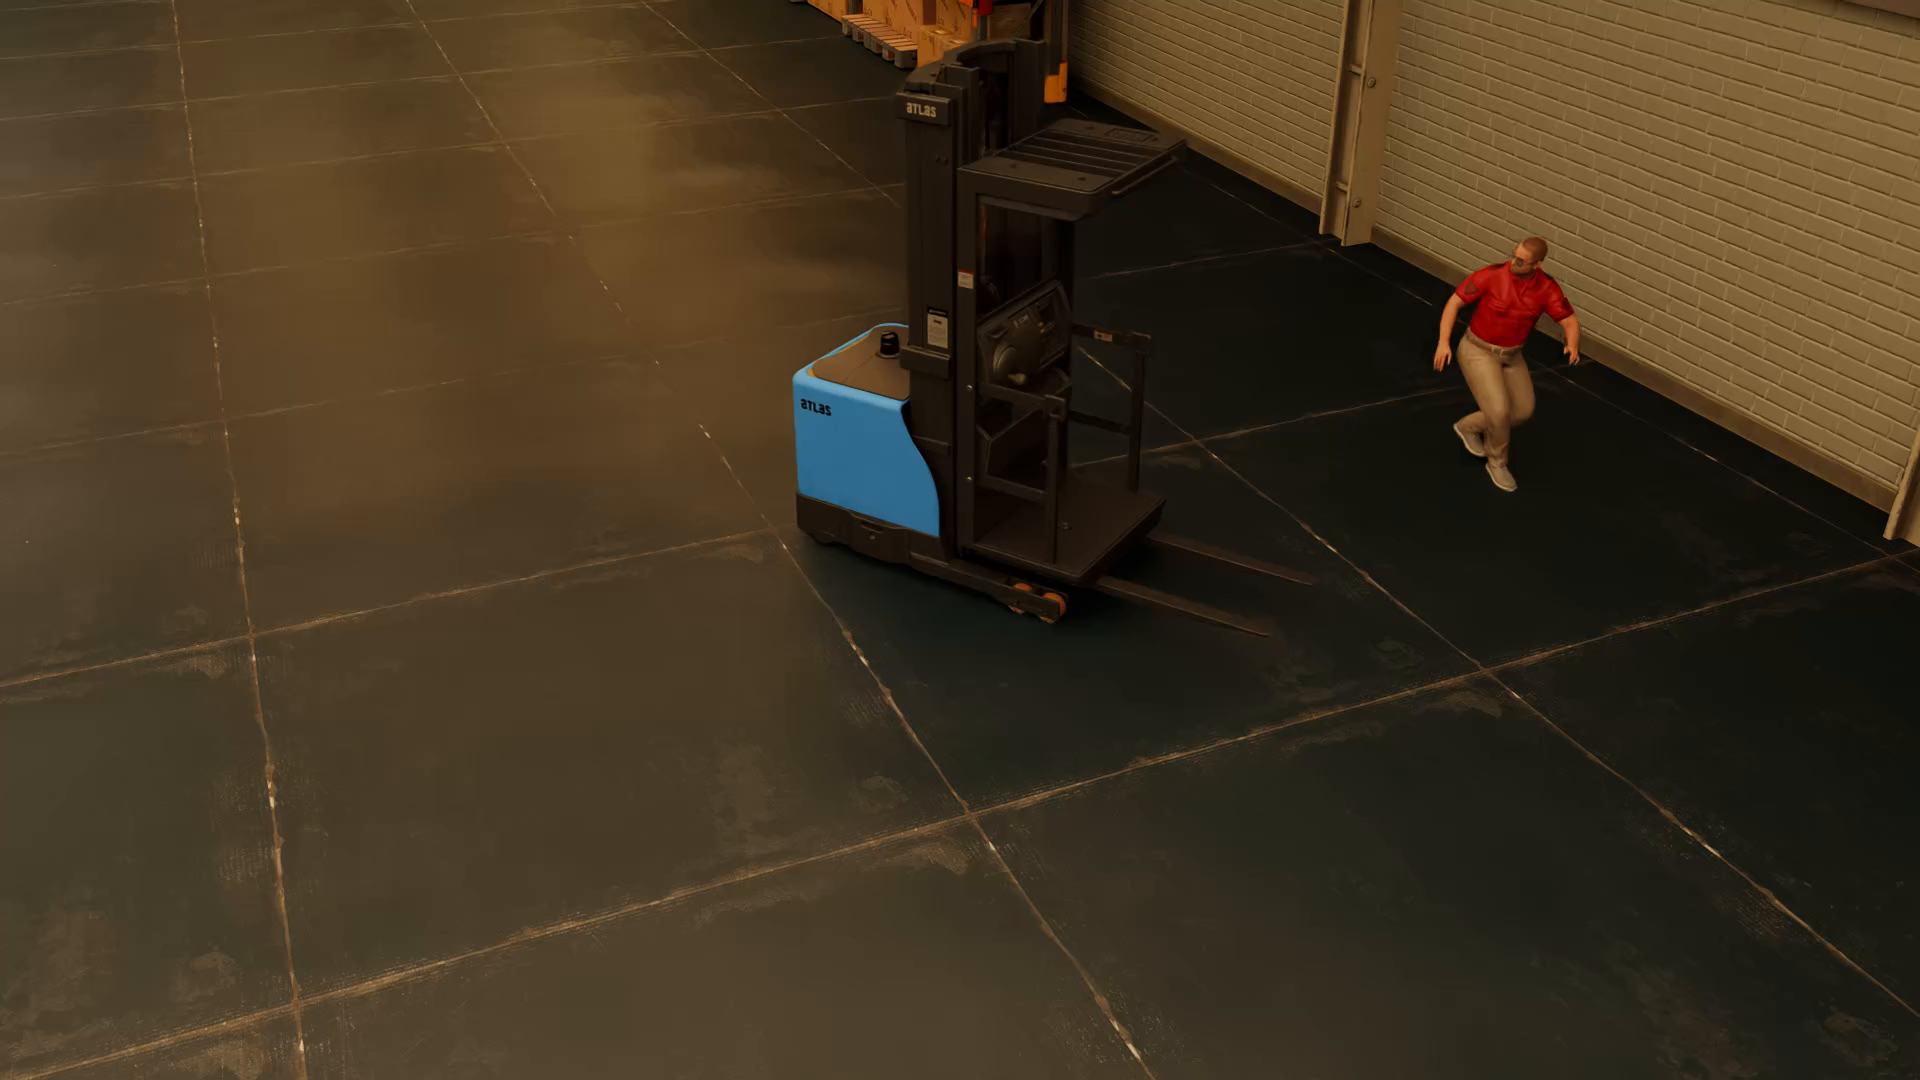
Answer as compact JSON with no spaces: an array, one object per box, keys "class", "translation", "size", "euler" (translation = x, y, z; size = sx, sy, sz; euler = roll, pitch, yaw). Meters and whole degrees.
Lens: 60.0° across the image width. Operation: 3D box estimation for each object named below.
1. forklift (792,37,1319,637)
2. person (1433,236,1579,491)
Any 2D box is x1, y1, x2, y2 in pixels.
[{"class":"forklift","translation":[0.533,-1.113,9.066],"size":[3.031,2.935,1.130],"euler":[17,34,27]},{"class":"person","translation":[3.397,-1.111,10.417],"size":[0.886,1.604,0.851],"euler":[-9,31,-15]}]
